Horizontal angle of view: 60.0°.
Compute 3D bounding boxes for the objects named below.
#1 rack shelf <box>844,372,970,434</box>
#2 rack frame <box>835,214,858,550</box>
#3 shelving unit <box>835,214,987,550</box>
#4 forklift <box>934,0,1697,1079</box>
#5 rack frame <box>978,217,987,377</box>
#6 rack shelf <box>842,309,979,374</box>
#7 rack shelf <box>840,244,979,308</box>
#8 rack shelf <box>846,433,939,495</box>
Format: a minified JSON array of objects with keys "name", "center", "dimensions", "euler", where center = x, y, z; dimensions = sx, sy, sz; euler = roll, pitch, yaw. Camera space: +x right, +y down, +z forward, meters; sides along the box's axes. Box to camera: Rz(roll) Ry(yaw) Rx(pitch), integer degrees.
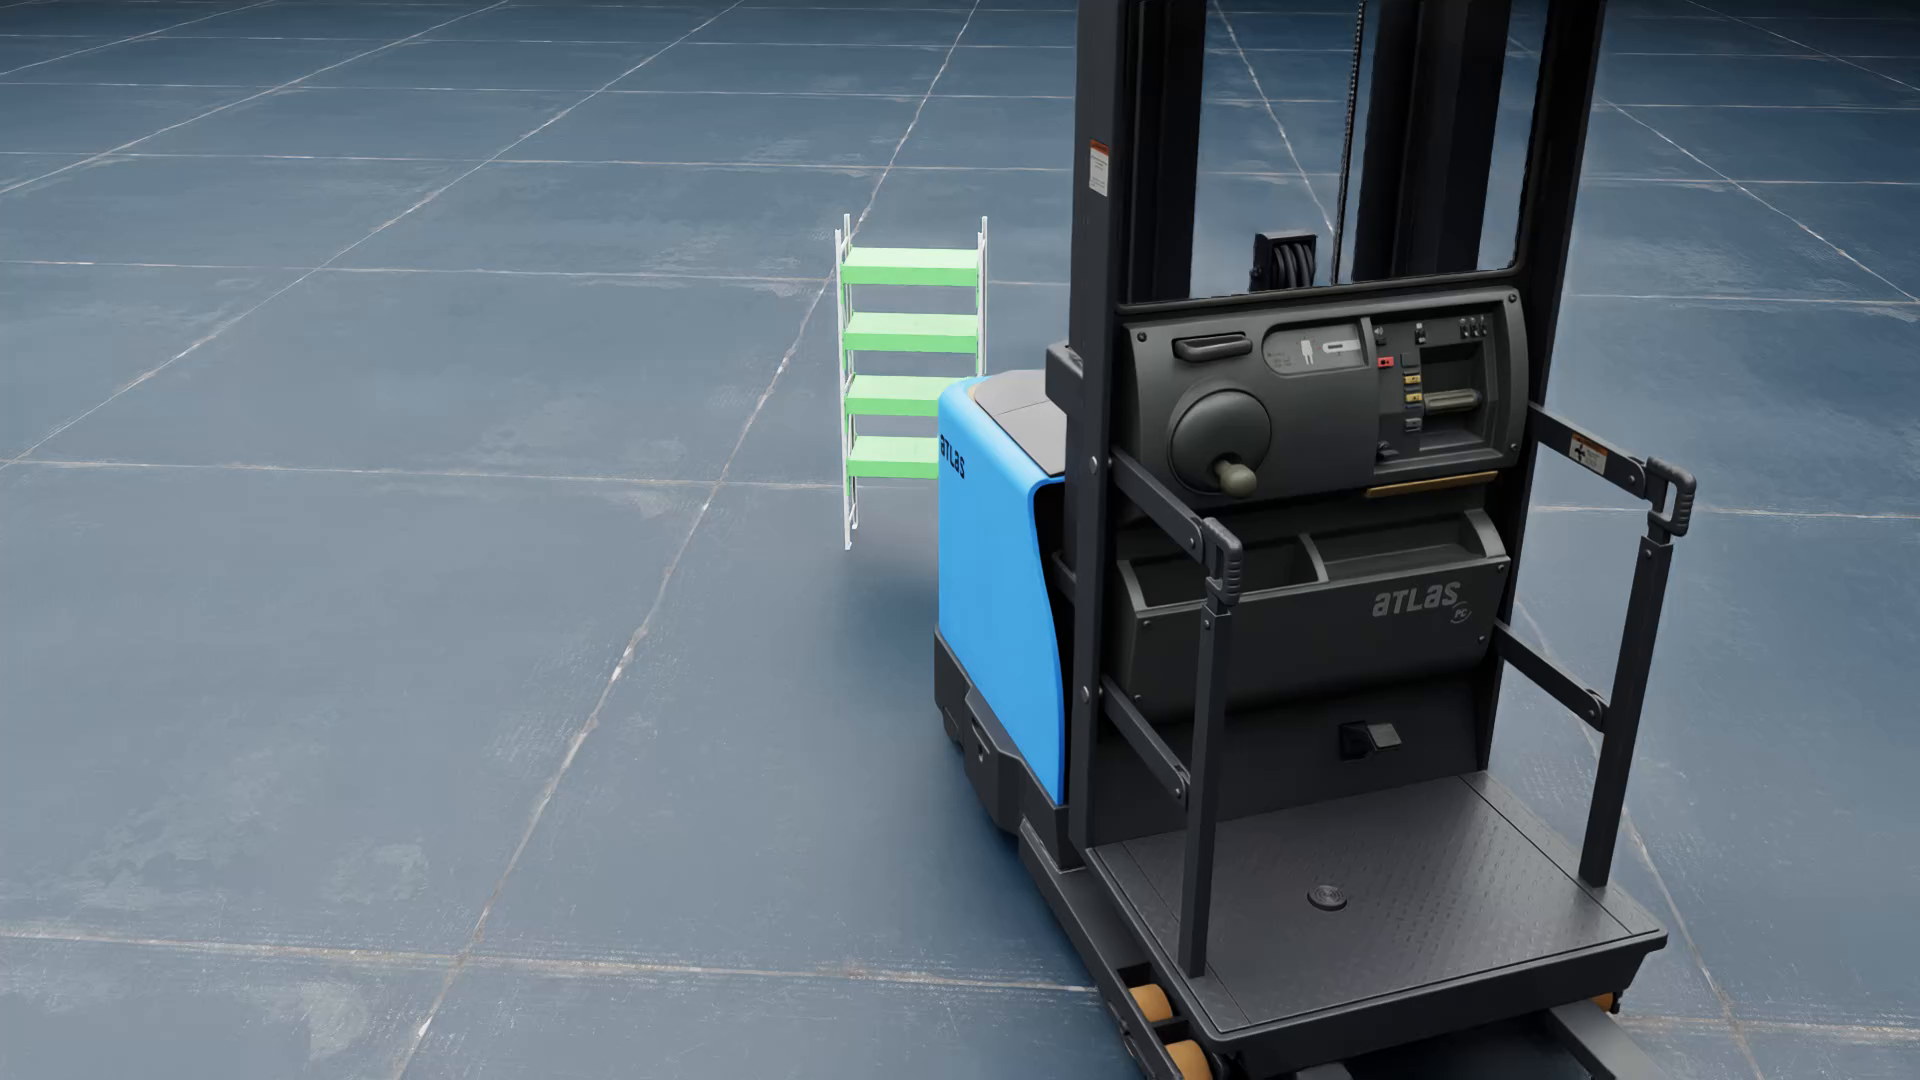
[{"name":"rack shelf","center":[-0.165,-0.492,6.037],"dimensions":[0.480,0.148,0.258],"euler":[2,25,4]},{"name":"rack frame","center":[-0.408,-0.558,6.028],"dimensions":[0.015,1.200,0.240],"euler":[2,25,4]},{"name":"shelving unit","center":[-0.165,-0.550,6.011],"dimensions":[0.503,1.200,0.258],"euler":[2,25,4]},{"name":"forklift","center":[0.865,-0.282,3.357],"dimensions":[1.130,2.935,3.031],"euler":[-8,26,-16]},{"name":"rack frame","center":[0.078,-0.543,5.994],"dimensions":[0.015,1.200,0.240],"euler":[2,25,4]},{"name":"rack shelf","center":[-0.165,-0.710,5.937],"dimensions":[0.480,0.148,0.258],"euler":[2,25,4]},{"name":"rack shelf","center":[-0.165,-0.928,5.837],"dimensions":[0.480,0.148,0.258],"euler":[2,25,4]},{"name":"rack shelf","center":[-0.165,-0.274,6.138],"dimensions":[0.480,0.148,0.258],"euler":[2,25,4]}]
